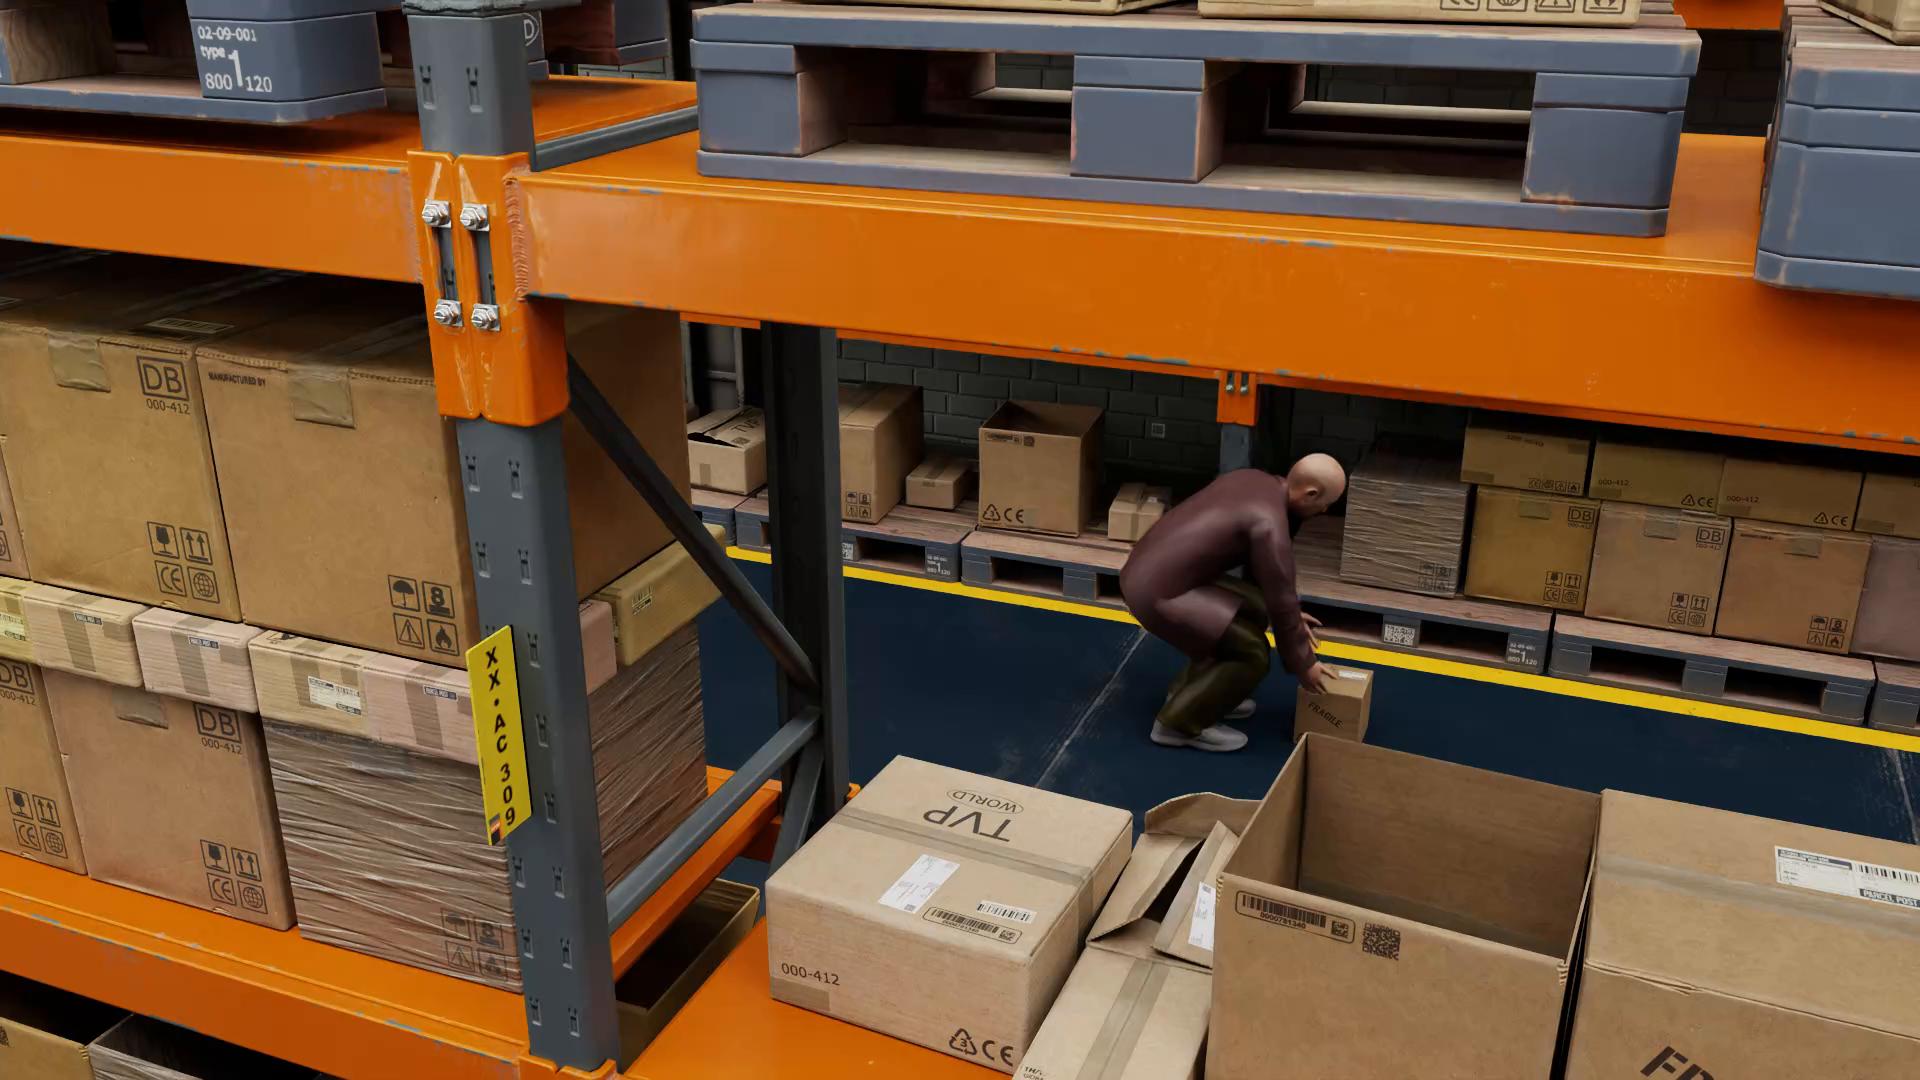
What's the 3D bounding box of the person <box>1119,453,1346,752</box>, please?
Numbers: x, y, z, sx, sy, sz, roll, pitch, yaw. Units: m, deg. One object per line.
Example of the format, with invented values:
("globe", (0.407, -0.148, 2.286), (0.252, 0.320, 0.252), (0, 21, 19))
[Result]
("person", (1.039, 0.221, 6.420), (0.827, 1.137, 0.614), (3, 22, 7))
